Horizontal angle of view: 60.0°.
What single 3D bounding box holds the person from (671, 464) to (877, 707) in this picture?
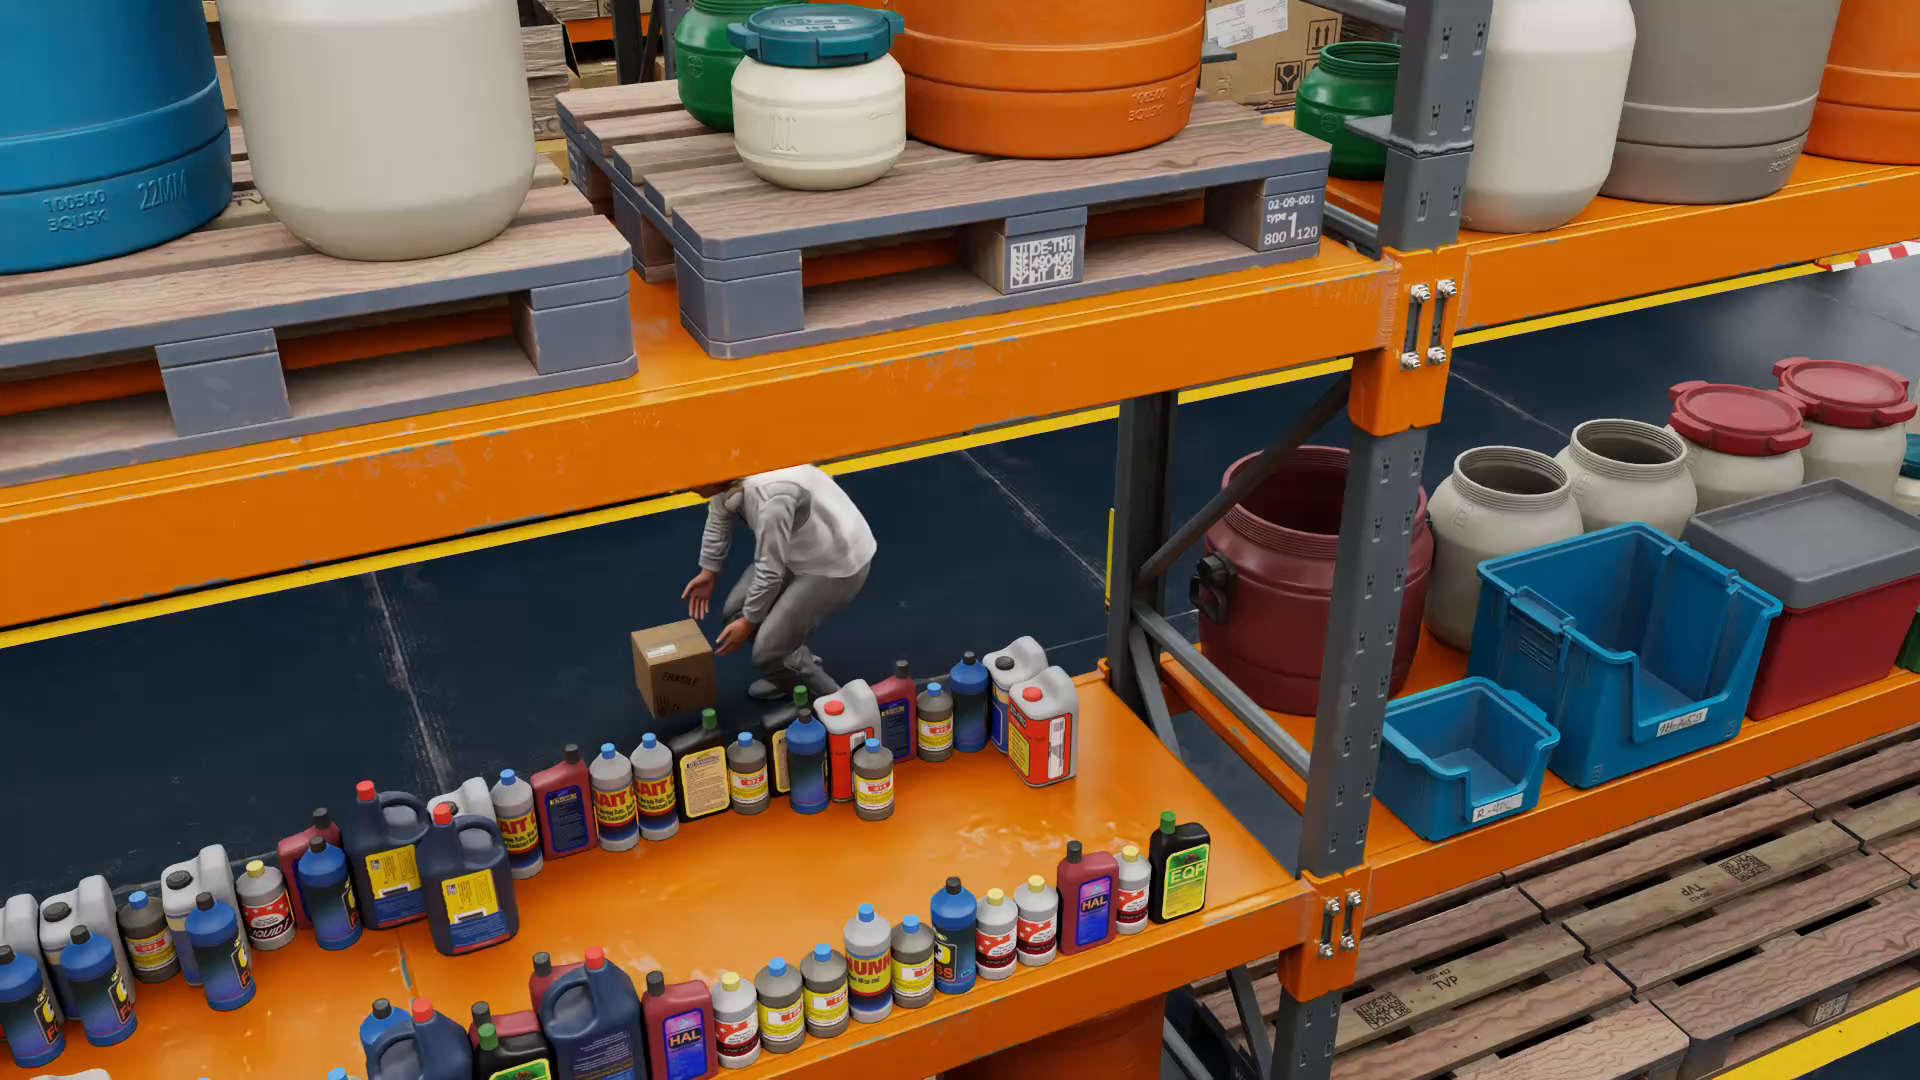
[{"bbox_3d":[-0.710,0.114,6.320,0.797,1.363,0.590,-13,32,-22],"label":"person"}]
